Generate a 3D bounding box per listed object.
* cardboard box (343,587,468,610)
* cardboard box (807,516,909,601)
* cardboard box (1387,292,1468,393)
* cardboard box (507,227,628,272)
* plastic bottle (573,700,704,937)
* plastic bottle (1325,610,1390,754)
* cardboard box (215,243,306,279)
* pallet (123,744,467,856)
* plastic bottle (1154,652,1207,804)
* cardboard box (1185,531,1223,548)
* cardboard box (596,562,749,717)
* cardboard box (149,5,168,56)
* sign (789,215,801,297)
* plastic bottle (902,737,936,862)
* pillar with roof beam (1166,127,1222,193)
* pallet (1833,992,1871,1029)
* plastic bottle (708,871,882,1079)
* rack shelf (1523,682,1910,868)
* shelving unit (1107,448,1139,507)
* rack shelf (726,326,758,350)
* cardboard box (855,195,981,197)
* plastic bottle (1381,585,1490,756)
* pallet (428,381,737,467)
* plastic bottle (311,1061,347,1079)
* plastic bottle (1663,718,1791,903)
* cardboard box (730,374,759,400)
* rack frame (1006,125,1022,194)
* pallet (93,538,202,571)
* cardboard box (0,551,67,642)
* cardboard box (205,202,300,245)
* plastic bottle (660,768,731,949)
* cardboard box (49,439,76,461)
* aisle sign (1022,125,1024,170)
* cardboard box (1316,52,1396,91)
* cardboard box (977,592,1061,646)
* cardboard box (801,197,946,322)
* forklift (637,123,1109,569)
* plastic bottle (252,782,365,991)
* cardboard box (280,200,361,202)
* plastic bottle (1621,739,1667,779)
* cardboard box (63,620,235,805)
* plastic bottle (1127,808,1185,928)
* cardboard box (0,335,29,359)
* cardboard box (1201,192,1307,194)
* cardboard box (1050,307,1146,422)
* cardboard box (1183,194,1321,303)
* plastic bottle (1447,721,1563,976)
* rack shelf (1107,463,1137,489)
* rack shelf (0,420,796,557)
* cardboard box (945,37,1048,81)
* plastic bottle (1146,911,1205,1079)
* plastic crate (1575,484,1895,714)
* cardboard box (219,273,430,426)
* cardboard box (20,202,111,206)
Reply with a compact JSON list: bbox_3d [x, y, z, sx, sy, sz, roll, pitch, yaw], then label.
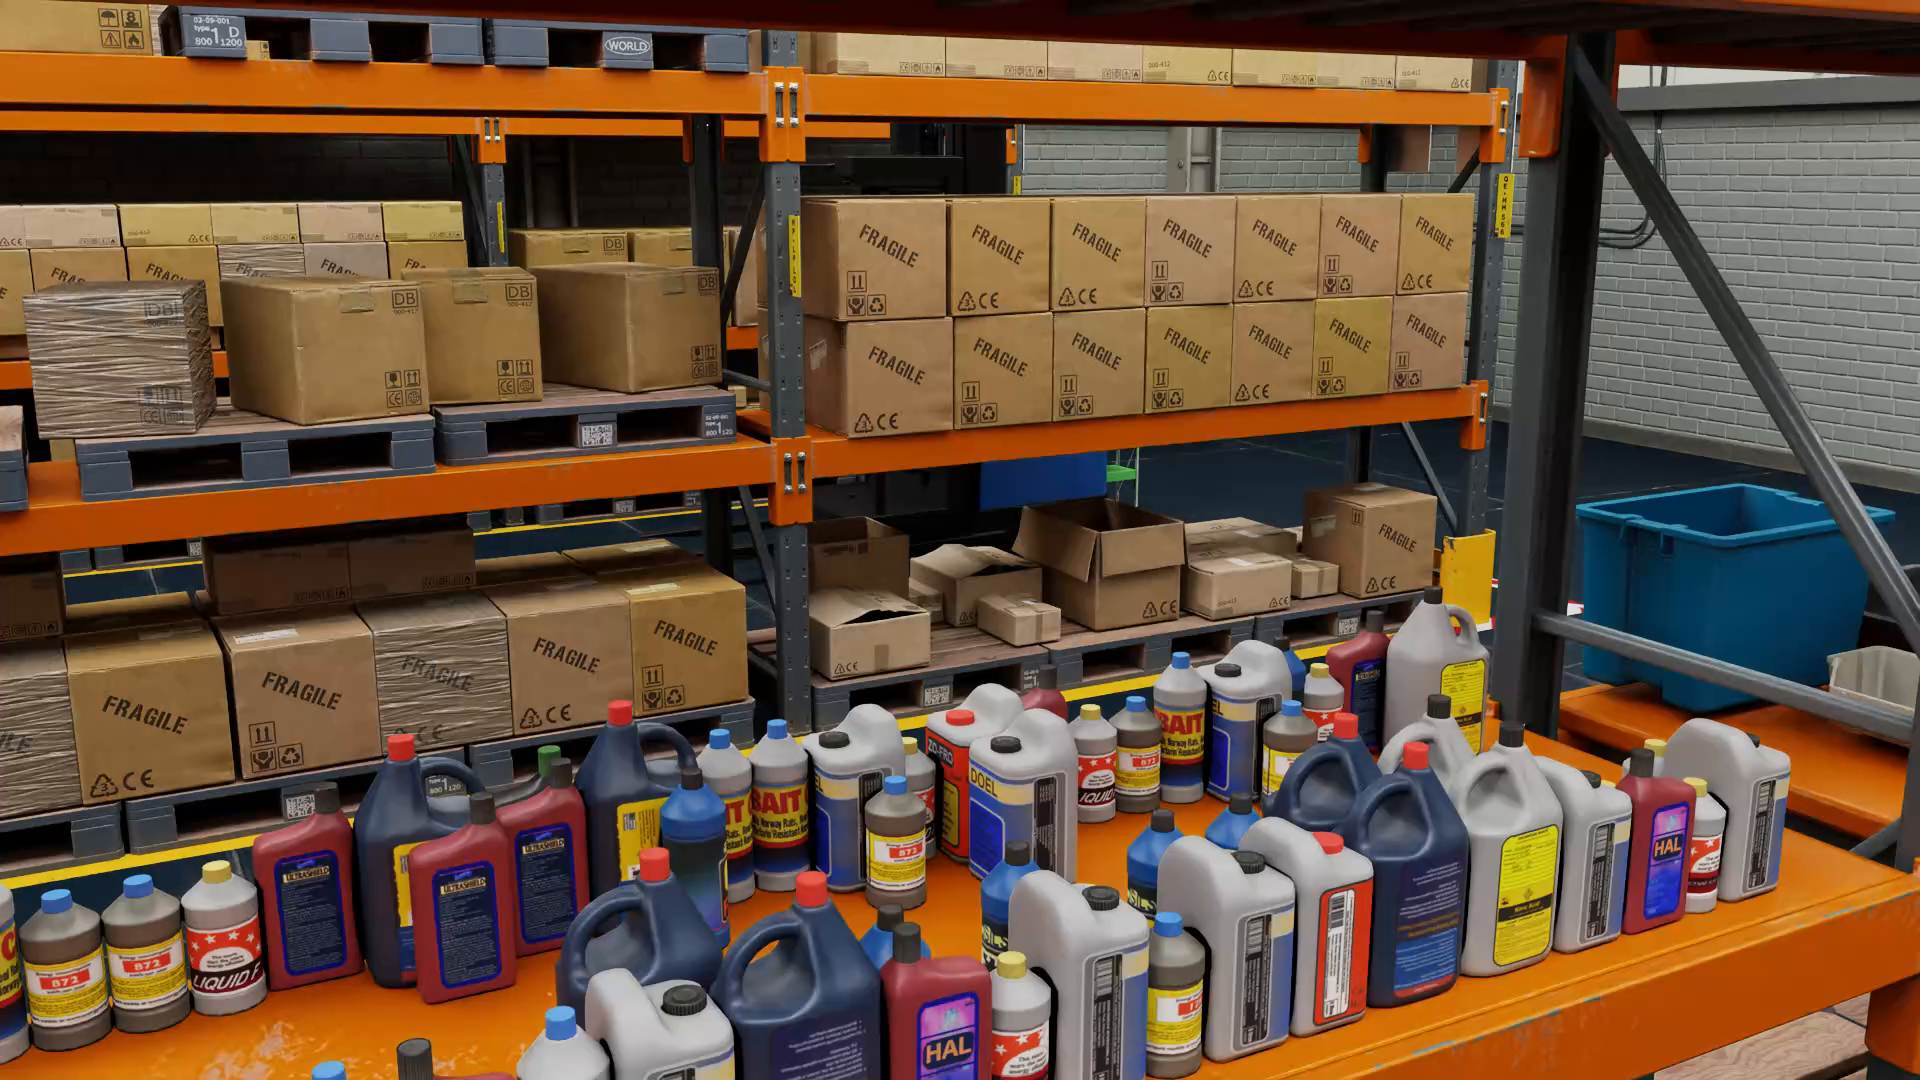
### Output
[{"bbox_3d":[-2.389,0.420,7.101,0.500,0.500,0.500,-7,14,-27],"label":"cardboard box"},{"bbox_3d":[-0.578,0.192,8.114,0.500,0.500,0.500,-7,14,-28],"label":"cardboard box"},{"bbox_3d":[2.306,-1.068,8.795,0.500,0.500,0.500,-6,14,-26],"label":"cardboard box"},{"bbox_3d":[-2.835,-1.852,11.826,0.700,0.700,0.980,-7,14,-27],"label":"cardboard box"},{"bbox_3d":[-0.490,0.415,2.547,0.185,0.351,0.144,-7,14,-28],"label":"plastic bottle"},{"bbox_3d":[0.784,0.284,3.280,0.133,0.283,0.061,-7,14,-28],"label":"plastic bottle"},{"bbox_3d":[-4.492,-1.652,10.667,0.500,0.500,0.500,-7,14,-28],"label":"cardboard box"},{"bbox_3d":[-2.710,0.885,6.698,1.213,0.211,1.003,-7,14,-28],"label":"pallet"},{"bbox_3d":[0.403,0.340,3.057,0.097,0.271,0.097,0,13,0],"label":"plastic bottle"},{"bbox_3d":[1.078,0.116,9.023,0.500,0.250,0.500,-7,14,-28],"label":"cardboard box"},{"bbox_3d":[-1.238,0.414,7.129,0.500,0.500,0.500,-7,14,-28],"label":"cardboard box"},{"bbox_3d":[-5.072,-3.196,10.418,0.500,0.500,0.700,-7,14,-28],"label":"cardboard box"},{"bbox_3d":[-0.673,-1.156,6.778,0.005,0.325,0.100,-7,14,-28],"label":"sign"},{"bbox_3d":[-0.089,0.434,2.803,0.097,0.201,0.097,0,13,0],"label":"plastic bottle"},{"bbox_3d":[4.210,-4.621,11.146,0.400,9.000,9.100,-7,14,-28],"label":"pillar with roof beam"},{"bbox_3d":[3.127,1.403,4.393,1.213,0.211,1.003,-7,14,-28],"label":"pallet"},{"bbox_3d":[-0.189,0.557,1.916,0.185,0.351,0.144,-7,14,-28],"label":"plastic bottle"},{"bbox_3d":[3.183,0.398,4.149,4.000,0.370,1.077,-7,14,-28],"label":"rack shelf"},{"bbox_3d":[0.975,-0.722,11.583,0.503,1.200,0.258,-8,15,-31],"label":"shelving unit"},{"bbox_3d":[-1.564,-1.512,12.633,4.000,0.370,1.077,-7,14,-28],"label":"rack shelf"},{"bbox_3d":[-0.174,-1.392,7.958,0.500,0.500,0.500,-7,15,-29],"label":"cardboard box"},{"bbox_3d":[0.928,0.260,3.235,0.185,0.351,0.144,-7,14,-28],"label":"plastic bottle"},{"bbox_3d":[-1.696,-0.541,7.120,1.213,0.211,1.003,-7,14,-28],"label":"pallet"},{"bbox_3d":[-0.623,0.653,1.668,0.097,0.271,0.097,0,13,0],"label":"plastic bottle"},{"bbox_3d":[1.237,0.421,2.688,0.135,0.276,0.152,-7,14,-28],"label":"plastic bottle"},{"bbox_3d":[-1.695,-1.173,12.751,0.250,0.149,0.380,-7,15,-29],"label":"cardboard box"},{"bbox_3d":[0.192,-2.073,13.489,0.127,3.000,1.000,-7,14,-28],"label":"rack frame"},{"bbox_3d":[-5.033,-0.067,10.926,1.213,0.211,1.003,-7,14,-28],"label":"pallet"},{"bbox_3d":[-3.698,0.211,6.321,0.500,0.250,0.500,-6,14,-26],"label":"cardboard box"},{"bbox_3d":[-4.508,-2.018,10.584,0.500,0.250,0.500,-7,14,-27],"label":"cardboard box"},{"bbox_3d":[-0.394,0.472,2.473,0.097,0.271,0.097,0,13,0],"label":"plastic bottle"},{"bbox_3d":[-5.350,-0.531,10.574,0.750,0.750,0.750,-7,14,-28],"label":"cardboard box"},{"bbox_3d":[0.399,-3.291,12.980,0.004,0.787,0.394,-7,14,-28],"label":"aisle sign"},{"bbox_3d":[1.800,-2.354,8.245,0.500,0.250,0.500,-7,14,-28],"label":"cardboard box"},{"bbox_3d":[0.284,0.374,8.065,0.250,0.166,0.380,-7,14,-28],"label":"cardboard box"},{"bbox_3d":[-0.394,-1.230,7.237,0.500,0.500,0.500,-6,14,-26],"label":"cardboard box"},{"bbox_3d":[-0.529,-1.357,10.463,3.031,2.935,1.130,-8,15,-31],"label":"forklift"},{"bbox_3d":[-0.929,0.490,2.367,0.133,0.283,0.061,-7,14,-28],"label":"plastic bottle"},{"bbox_3d":[-4.304,-2.167,11.249,0.500,0.250,0.500,-7,14,-27],"label":"cardboard box"},{"bbox_3d":[1.161,0.436,2.794,0.097,0.201,0.097,0,13,0],"label":"plastic bottle"},{"bbox_3d":[-3.017,0.627,6.183,0.500,0.500,0.500,-7,14,-29],"label":"cardboard box"},{"bbox_3d":[0.279,0.507,2.317,0.097,0.271,0.097,0,13,0],"label":"plastic bottle"},{"bbox_3d":[-5.769,-1.195,10.115,0.250,0.149,0.380,-7,14,-28],"label":"cardboard box"},{"bbox_3d":[1.597,-1.603,8.895,0.500,0.500,0.500,-7,14,-27],"label":"cardboard box"},{"bbox_3d":[0.524,-0.855,7.847,0.500,0.500,0.500,-7,14,-28],"label":"cardboard box"},{"bbox_3d":[1.414,-1.447,8.201,0.500,0.500,0.500,-6,14,-26],"label":"cardboard box"},{"bbox_3d":[0.778,0.441,2.431,0.185,0.351,0.144,-7,14,-28],"label":"plastic bottle"},{"bbox_3d":[0.975,-0.425,11.650,0.480,0.148,0.258,-8,15,-31],"label":"rack shelf"},{"bbox_3d":[-2.698,-0.137,6.523,4.000,0.370,1.077,-7,14,-28],"label":"rack shelf"},{"bbox_3d":[0.044,-2.143,7.311,0.500,0.250,0.500,-7,14,-28],"label":"cardboard box"},{"bbox_3d":[0.267,0.581,2.149,0.097,0.201,0.097,0,13,0],"label":"plastic bottle"},{"bbox_3d":[1.674,0.121,3.641,0.575,0.384,0.392,-7,14,-28],"label":"plastic crate"},{"bbox_3d":[-2.464,-0.754,6.443,0.500,0.500,0.700,-12,17,-42],"label":"cardboard box"},{"bbox_3d":[-5.648,-2.006,10.531,0.500,0.250,0.500,-7,15,-29],"label":"cardboard box"}]
